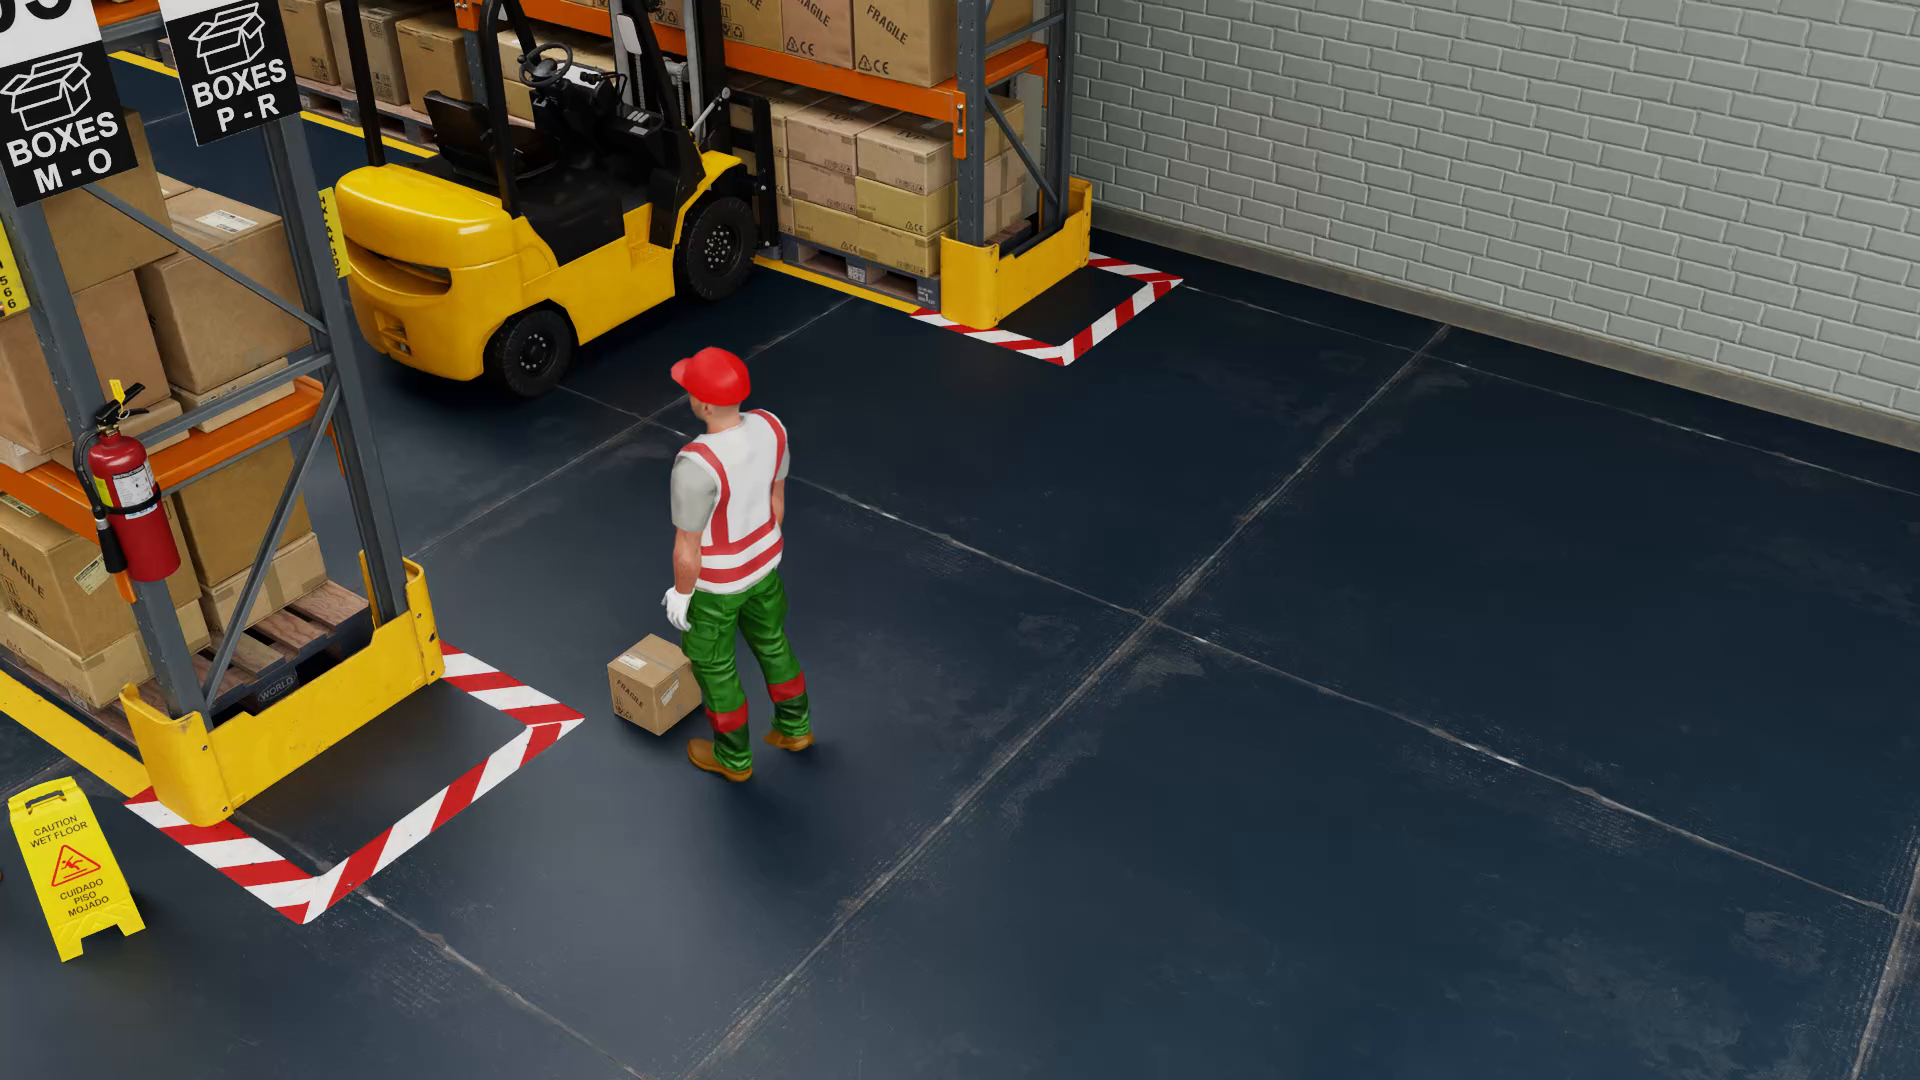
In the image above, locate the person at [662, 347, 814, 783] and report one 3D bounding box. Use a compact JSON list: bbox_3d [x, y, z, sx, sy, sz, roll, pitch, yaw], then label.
[{"bbox_3d":[-0.841,0.124,5.989,0.384,1.843,0.530,22,40,29],"label":"person"}]
